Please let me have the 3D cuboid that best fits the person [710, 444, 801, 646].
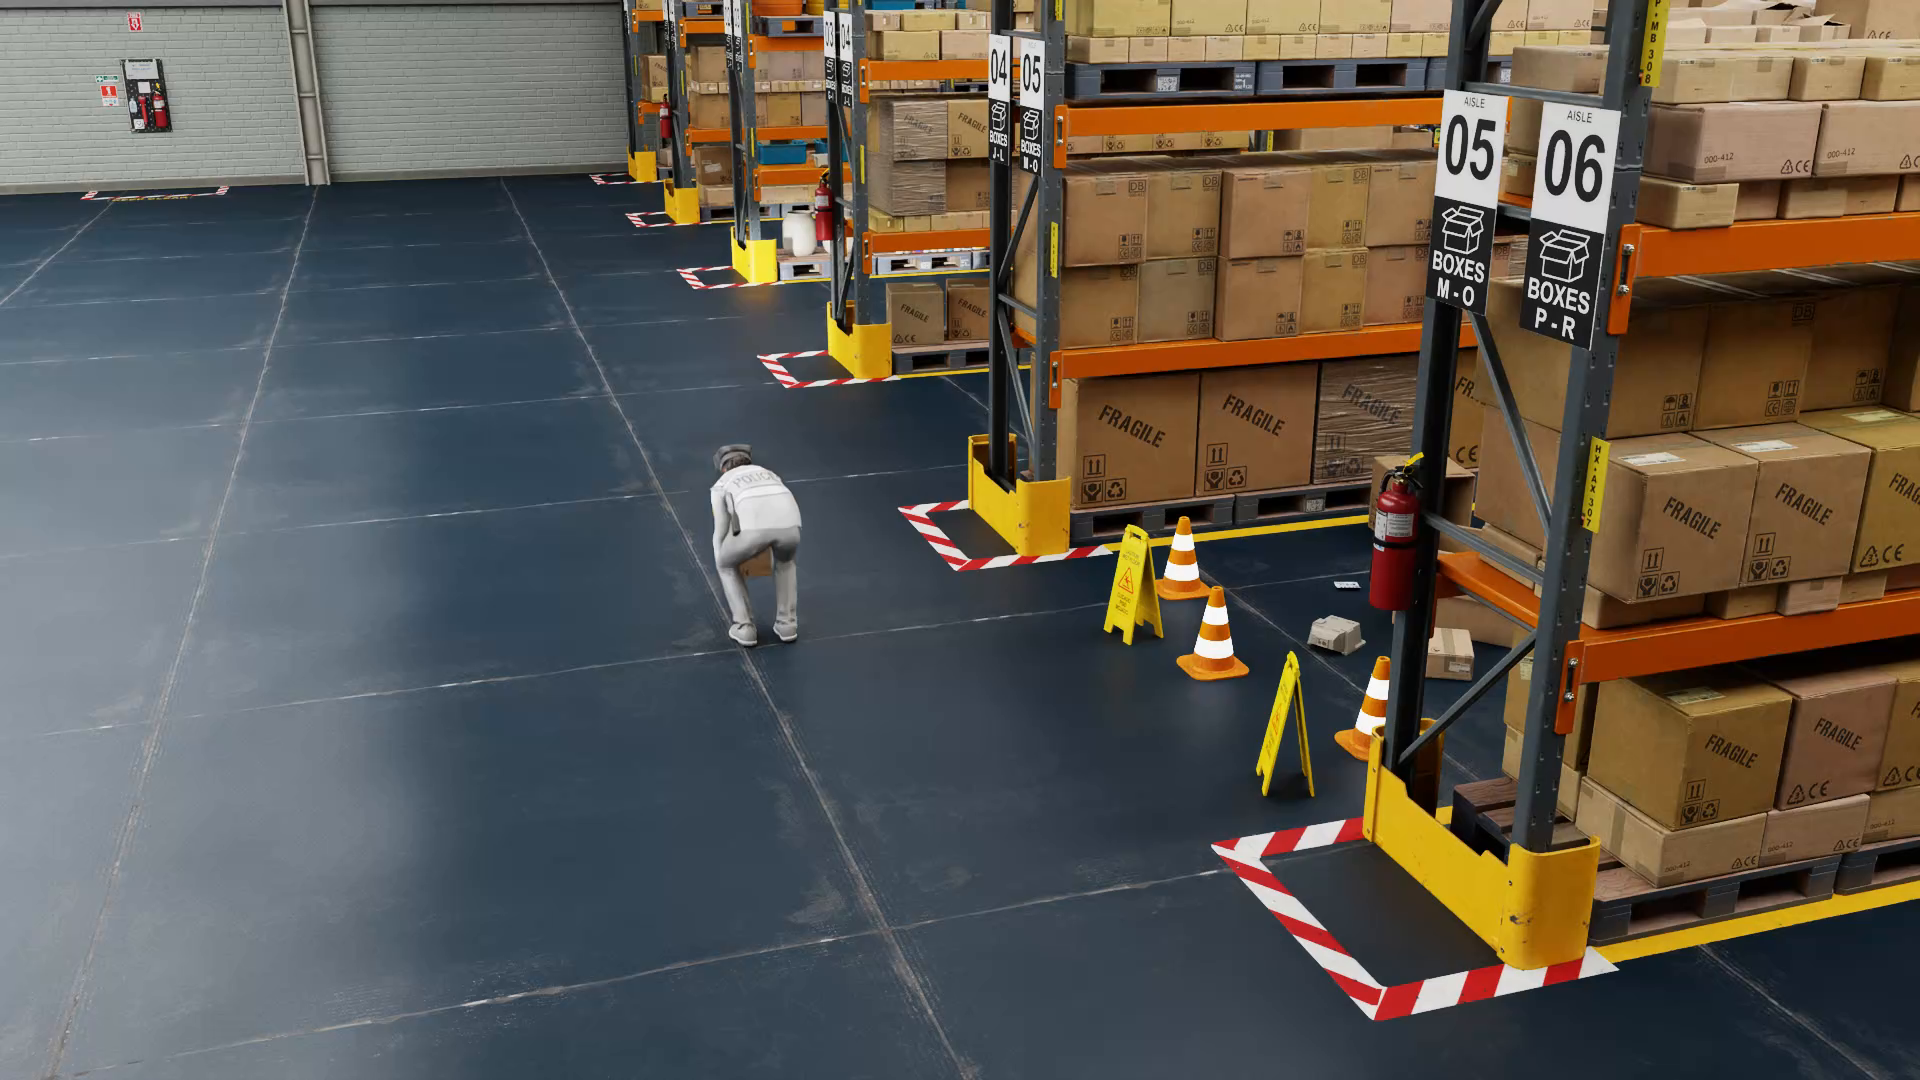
[{"bbox_3d":[-1.176,0.022,9.482,0.462,1.019,0.921,-7,21,-20],"label":"person"}]
